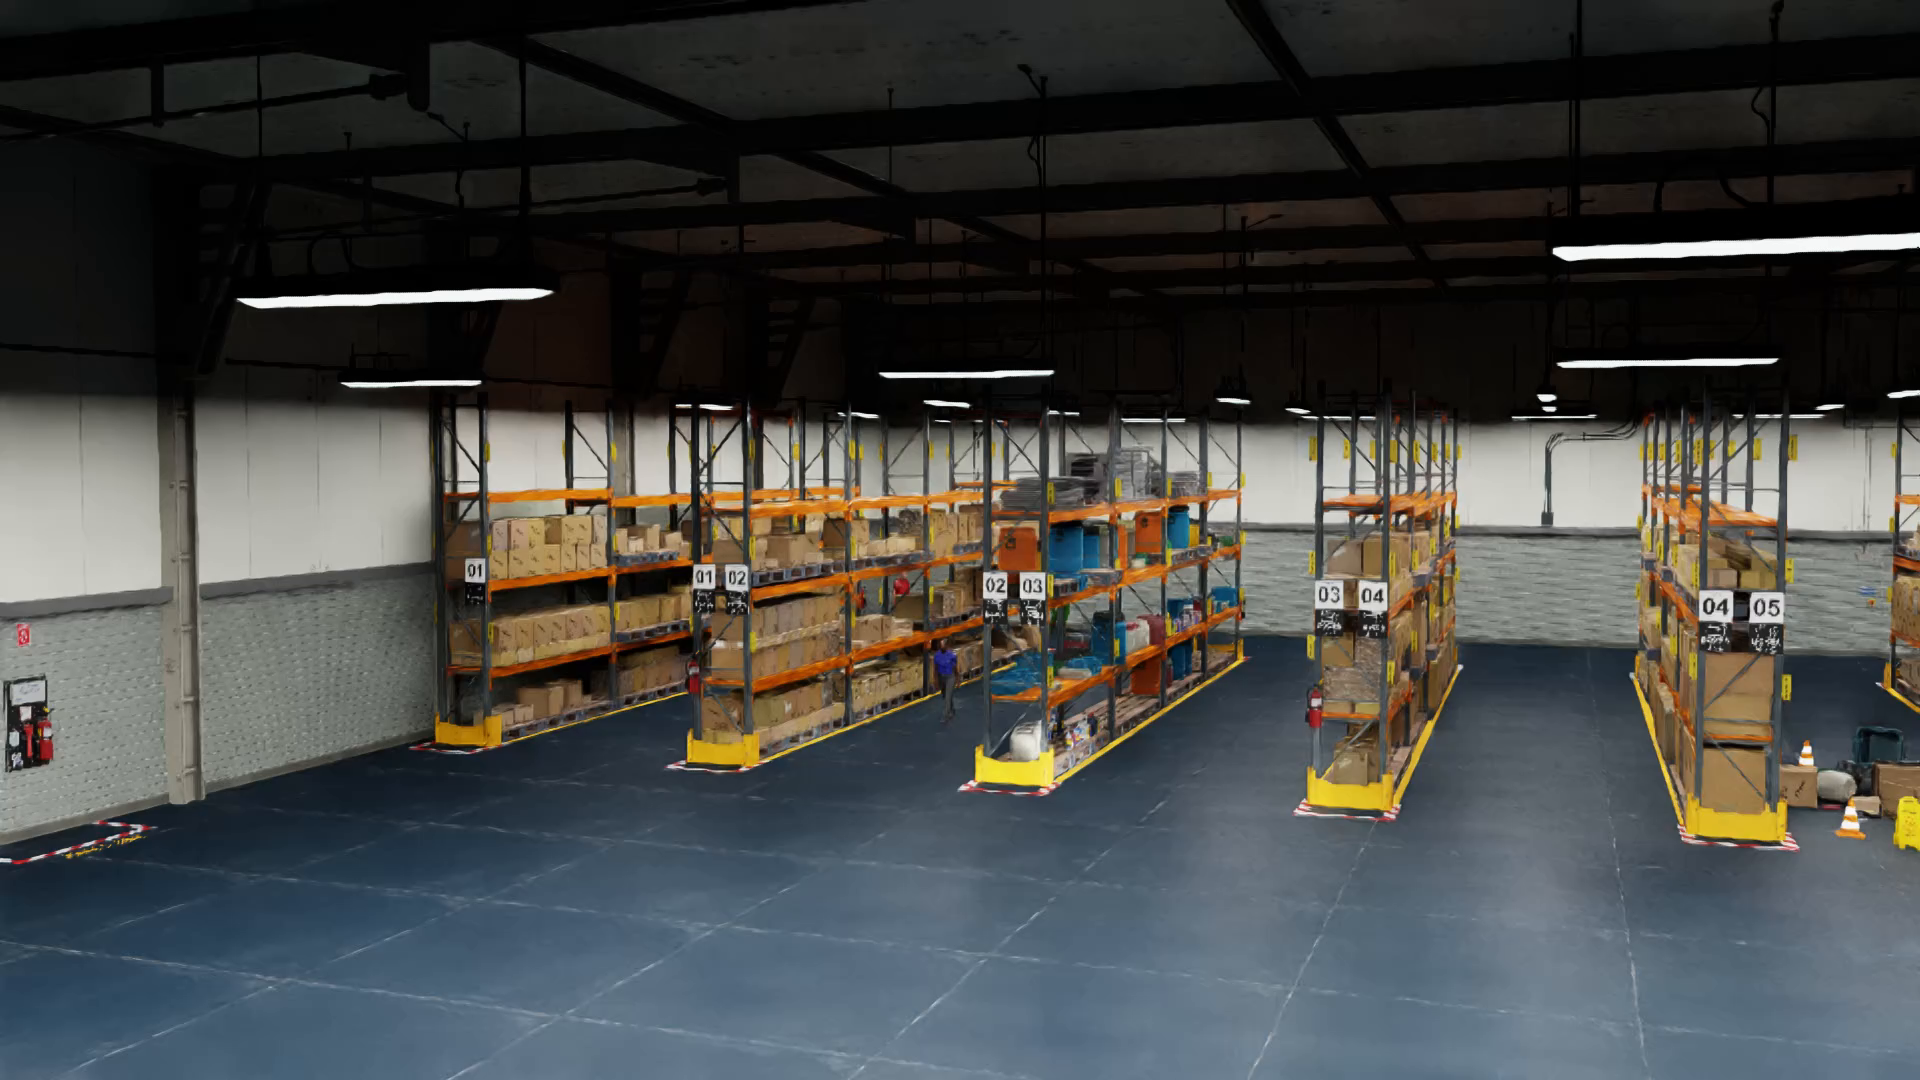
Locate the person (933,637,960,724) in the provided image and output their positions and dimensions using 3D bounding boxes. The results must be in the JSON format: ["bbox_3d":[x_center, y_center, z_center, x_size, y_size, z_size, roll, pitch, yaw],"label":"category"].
[{"bbox_3d":[-0.277,2.578,30.688,0.447,1.546,1.088,1,3,23],"label":"person"}]

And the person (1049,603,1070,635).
[{"bbox_3d":[2.670,1.700,45.413,0.714,1.785,0.494,-1,3,-25],"label":"person"}]

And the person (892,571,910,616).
[{"bbox_3d":[-1.693,1.682,46.047,0.712,1.718,0.499,-2,4,-35],"label":"person"}]
